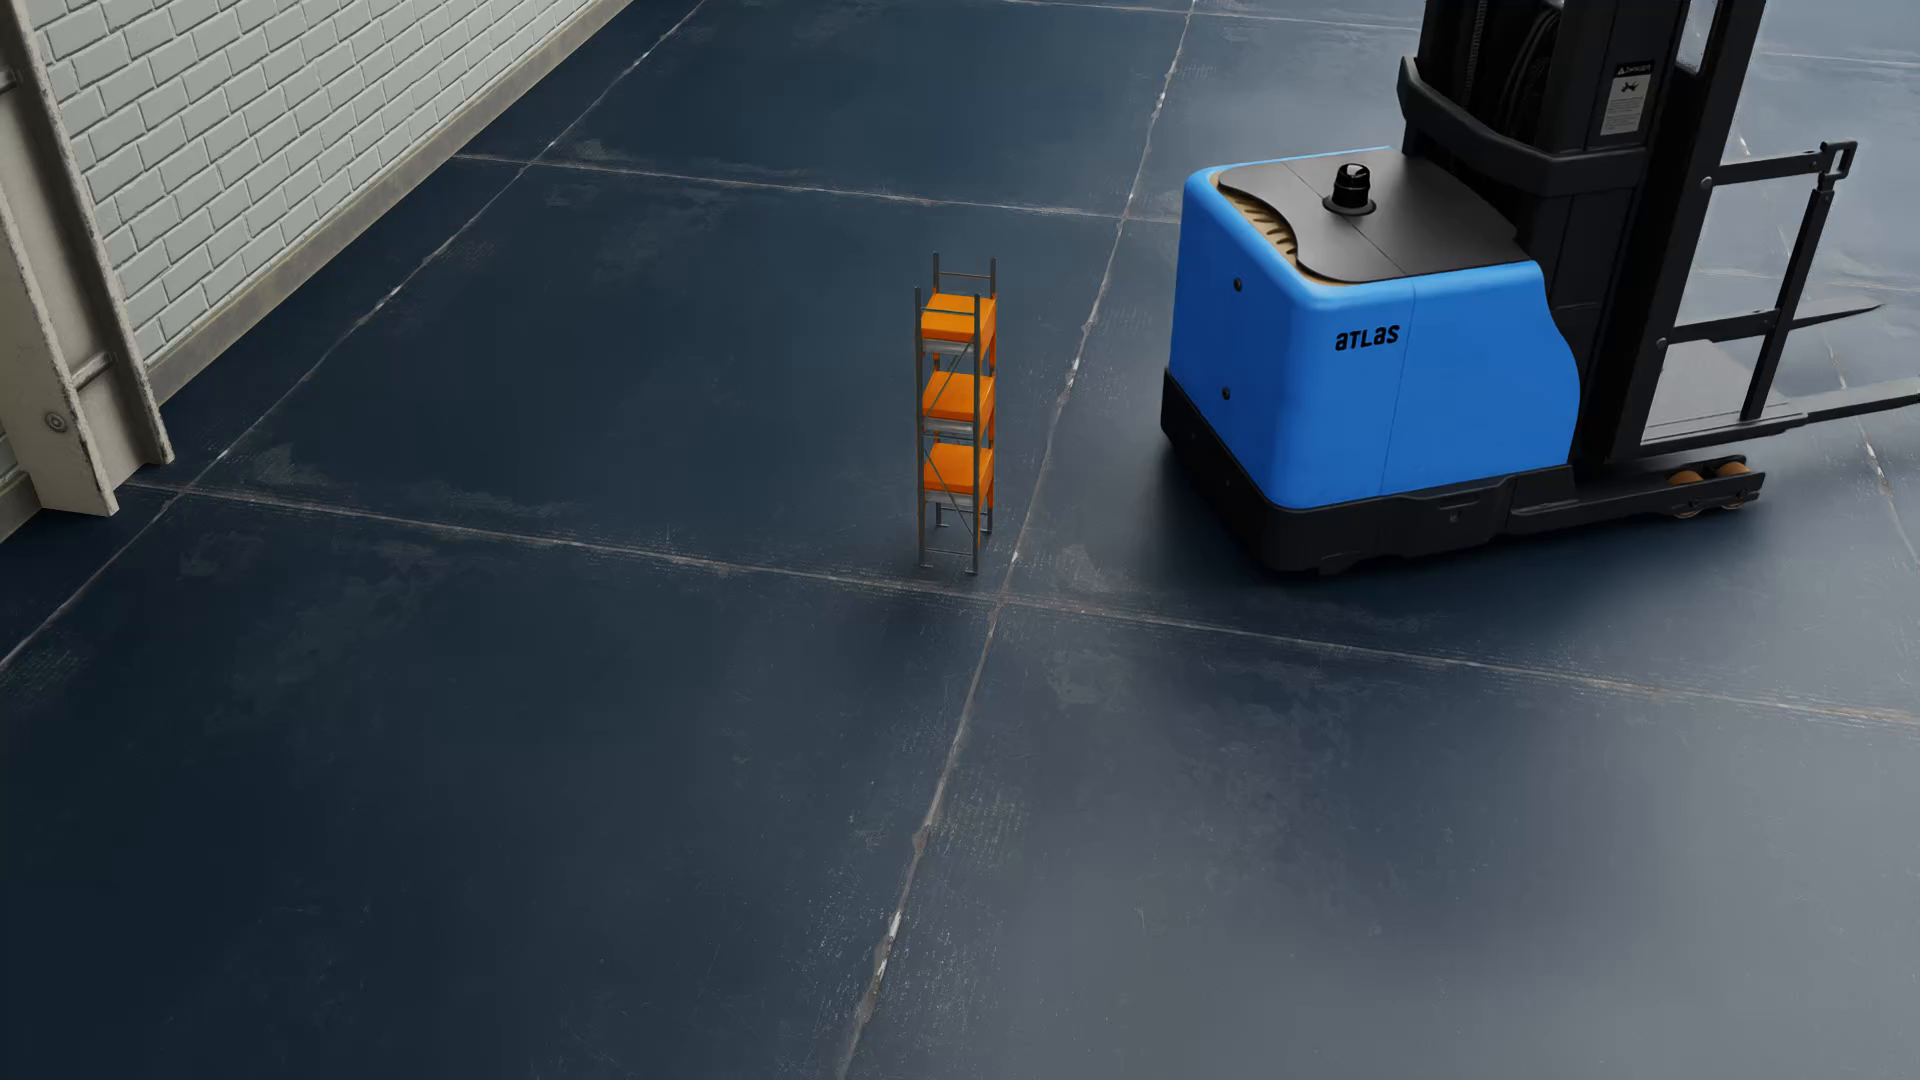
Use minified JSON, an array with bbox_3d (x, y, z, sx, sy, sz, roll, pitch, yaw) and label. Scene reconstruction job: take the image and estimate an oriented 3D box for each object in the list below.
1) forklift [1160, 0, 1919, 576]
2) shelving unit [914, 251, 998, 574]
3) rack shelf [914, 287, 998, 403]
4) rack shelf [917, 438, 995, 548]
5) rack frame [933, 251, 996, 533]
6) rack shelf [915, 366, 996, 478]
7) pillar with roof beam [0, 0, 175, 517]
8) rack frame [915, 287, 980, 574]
[{"bbox_3d":[2.324,-1.551,5.393,3.031,2.935,1.130,-10,37,-13],"label":"forklift"},{"bbox_3d":[-0.011,-0.394,5.400,0.215,1.050,0.252,7,37,10],"label":"shelving unit"},{"bbox_3d":[-0.011,-0.616,5.239,0.215,0.259,0.240,7,37,10],"label":"rack shelf"},{"bbox_3d":[-0.011,-0.161,5.569,0.215,0.259,0.240,7,37,10],"label":"rack shelf"},{"bbox_3d":[0.015,-0.464,5.496,0.200,1.050,0.008,7,37,10],"label":"rack frame"},{"bbox_3d":[-0.011,-0.386,5.406,0.215,0.259,0.240,7,37,10],"label":"rack shelf"},{"bbox_3d":[1.101,-3.319,2.662,9.100,9.000,0.400,7,37,10],"label":"pillar with roof beam"},{"bbox_3d":[-0.037,-0.324,5.303,0.200,1.050,0.008,7,37,10],"label":"rack frame"}]
